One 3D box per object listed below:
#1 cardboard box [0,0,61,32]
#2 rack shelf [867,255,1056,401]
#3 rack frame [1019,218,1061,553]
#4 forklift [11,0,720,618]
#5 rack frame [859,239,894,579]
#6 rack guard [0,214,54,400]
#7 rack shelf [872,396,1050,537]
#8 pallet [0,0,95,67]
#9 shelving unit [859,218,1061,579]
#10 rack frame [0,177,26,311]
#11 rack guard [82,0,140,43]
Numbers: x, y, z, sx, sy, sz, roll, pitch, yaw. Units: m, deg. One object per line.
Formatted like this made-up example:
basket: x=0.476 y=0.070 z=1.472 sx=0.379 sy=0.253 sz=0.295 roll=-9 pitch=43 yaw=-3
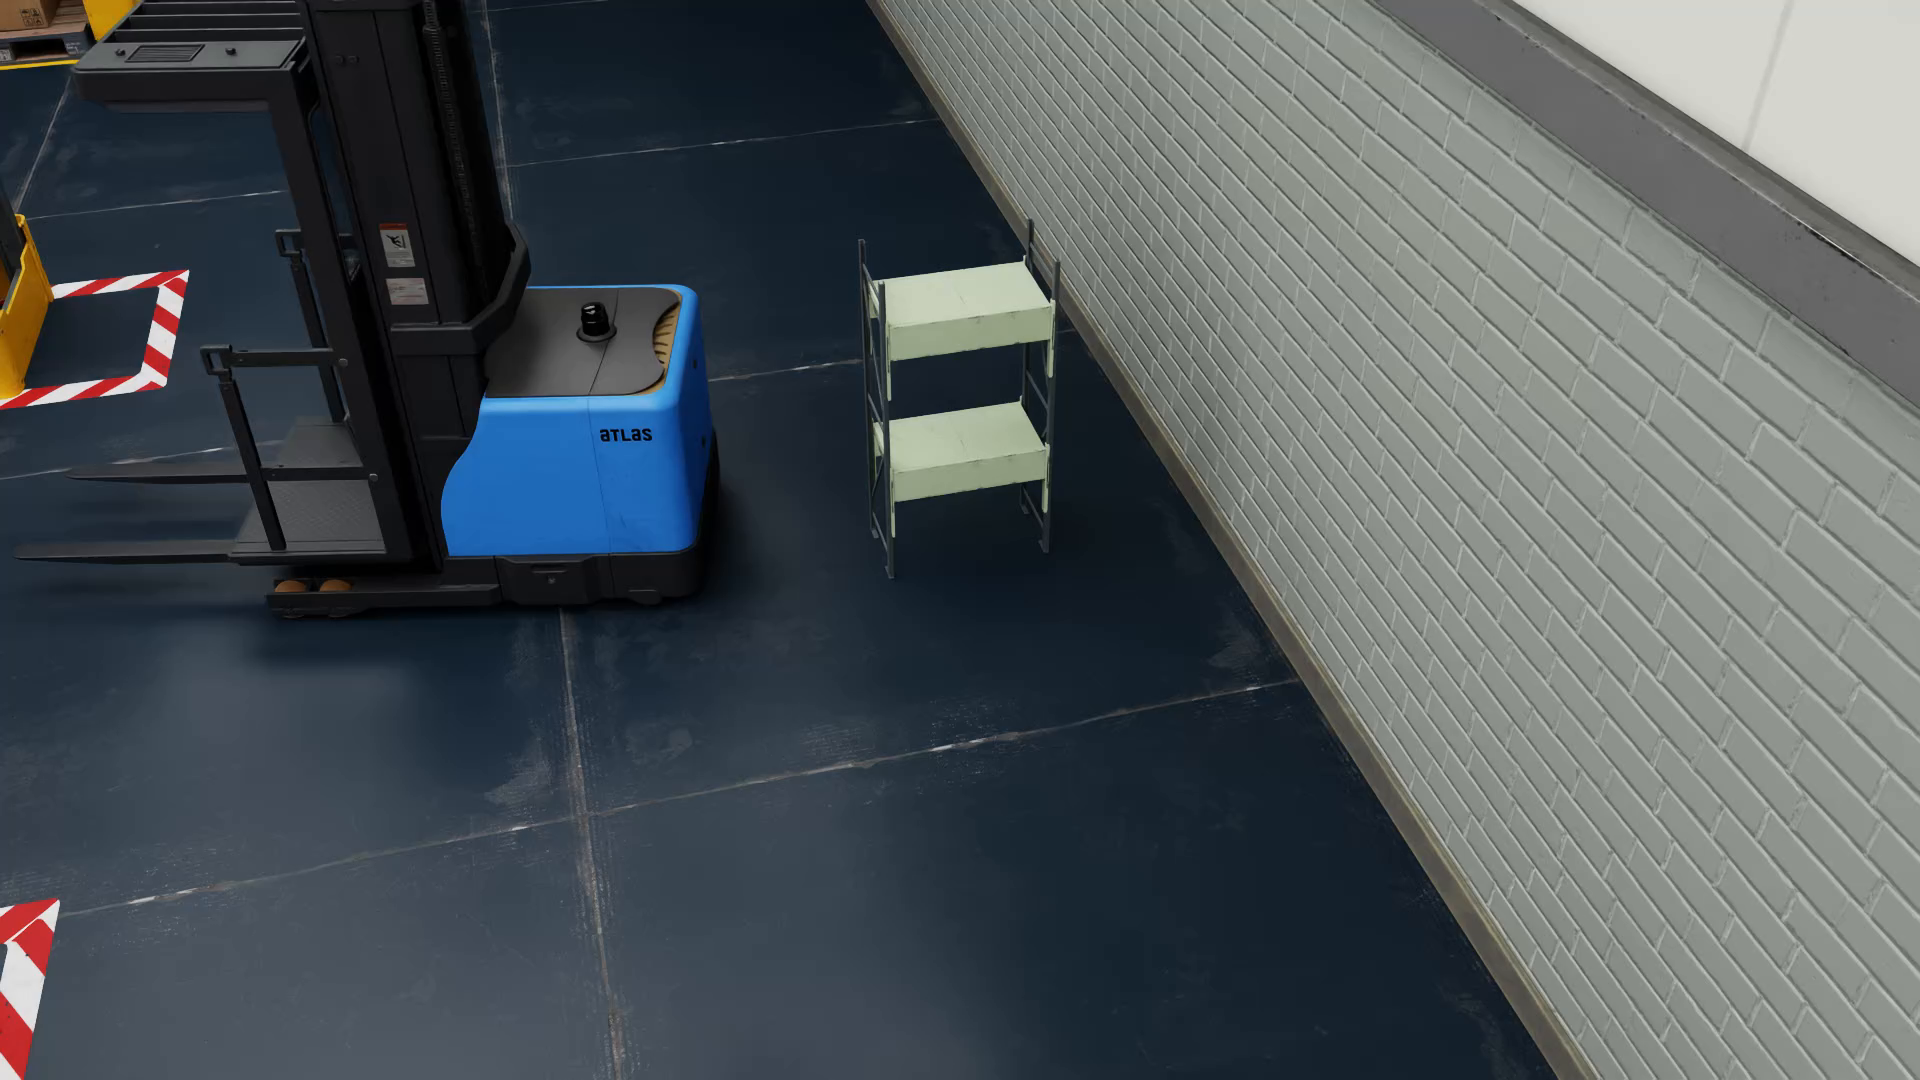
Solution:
cardboard box: x=-7.120 y=-4.180 z=12.457 sx=0.500 sy=0.500 sz=0.700 roll=-9 pitch=38 yaw=-12
rack shelf: x=-0.006 y=-0.905 z=7.056 sx=0.720 sy=0.370 sz=0.431 roll=-9 pitch=38 yaw=-12
rack frame: x=0.347 y=-0.653 z=7.369 sx=0.023 sy=1.500 sz=0.400 roll=-9 pitch=38 yaw=-12
forklift: x=-2.664 y=-1.149 z=6.839 sx=3.031 sy=2.935 sz=1.130 roll=-1 pitch=37 yaw=-1
rack frame: x=-0.360 y=-0.537 z=7.217 sx=0.023 sy=1.500 sz=0.400 roll=-9 pitch=38 yaw=-12
rack guard: x=-5.249 y=-1.265 z=8.993 sx=0.348 sy=0.500 sz=1.175 roll=-9 pitch=38 yaw=-12
rack shelf: x=-0.006 y=-0.336 z=7.491 sx=0.720 sy=0.370 sz=0.431 roll=-9 pitch=38 yaw=-12
pallet: x=-7.222 y=-3.895 z=12.668 sx=1.213 sy=0.211 sz=1.003 roll=-9 pitch=38 yaw=-12
shelving unit: x=-0.006 y=-0.595 z=7.293 sx=0.755 sy=1.500 sz=0.431 roll=-9 pitch=38 yaw=-12
rack frame: x=-5.176 y=-2.270 z=8.249 sx=0.127 sy=3.000 sz=1.000 roll=-9 pitch=38 yaw=-12
rack guard: x=-6.447 y=-4.186 z=12.811 sx=0.348 sy=0.500 sz=1.175 roll=-9 pitch=38 yaw=-12
